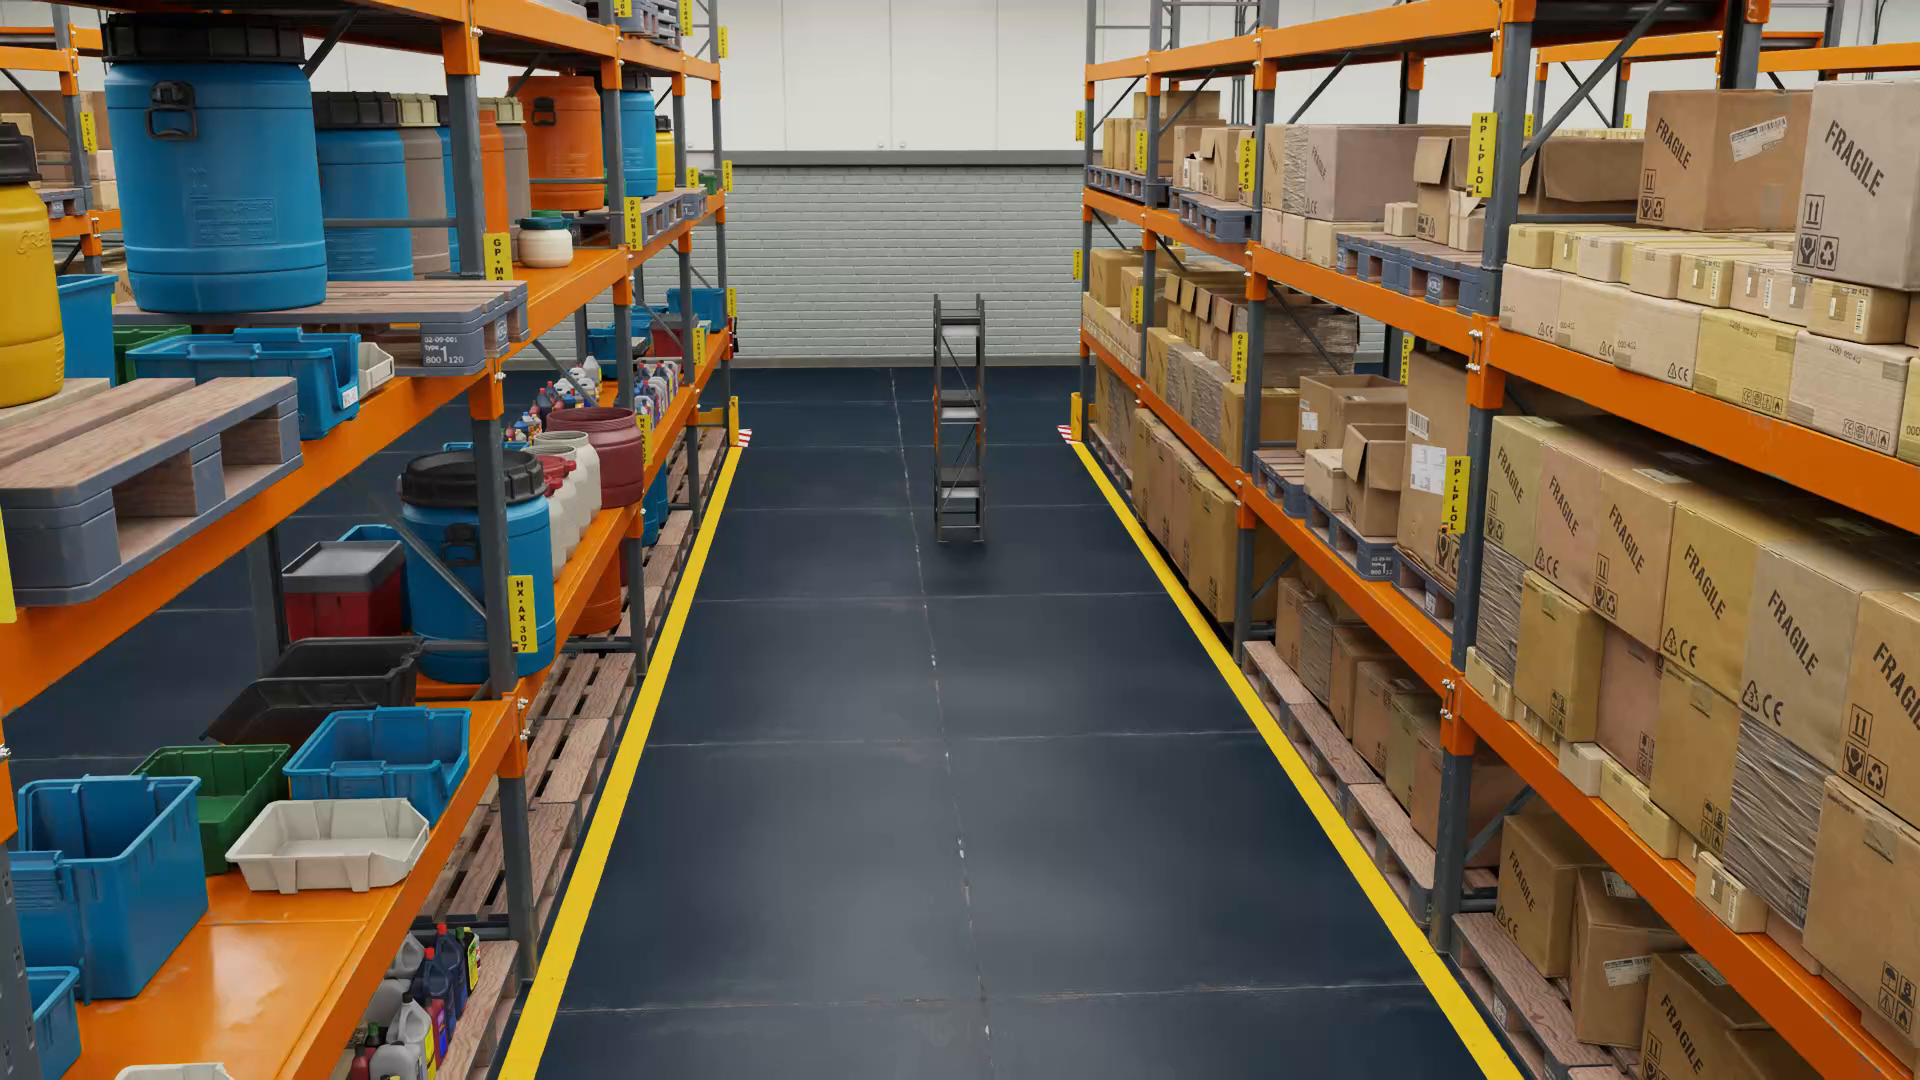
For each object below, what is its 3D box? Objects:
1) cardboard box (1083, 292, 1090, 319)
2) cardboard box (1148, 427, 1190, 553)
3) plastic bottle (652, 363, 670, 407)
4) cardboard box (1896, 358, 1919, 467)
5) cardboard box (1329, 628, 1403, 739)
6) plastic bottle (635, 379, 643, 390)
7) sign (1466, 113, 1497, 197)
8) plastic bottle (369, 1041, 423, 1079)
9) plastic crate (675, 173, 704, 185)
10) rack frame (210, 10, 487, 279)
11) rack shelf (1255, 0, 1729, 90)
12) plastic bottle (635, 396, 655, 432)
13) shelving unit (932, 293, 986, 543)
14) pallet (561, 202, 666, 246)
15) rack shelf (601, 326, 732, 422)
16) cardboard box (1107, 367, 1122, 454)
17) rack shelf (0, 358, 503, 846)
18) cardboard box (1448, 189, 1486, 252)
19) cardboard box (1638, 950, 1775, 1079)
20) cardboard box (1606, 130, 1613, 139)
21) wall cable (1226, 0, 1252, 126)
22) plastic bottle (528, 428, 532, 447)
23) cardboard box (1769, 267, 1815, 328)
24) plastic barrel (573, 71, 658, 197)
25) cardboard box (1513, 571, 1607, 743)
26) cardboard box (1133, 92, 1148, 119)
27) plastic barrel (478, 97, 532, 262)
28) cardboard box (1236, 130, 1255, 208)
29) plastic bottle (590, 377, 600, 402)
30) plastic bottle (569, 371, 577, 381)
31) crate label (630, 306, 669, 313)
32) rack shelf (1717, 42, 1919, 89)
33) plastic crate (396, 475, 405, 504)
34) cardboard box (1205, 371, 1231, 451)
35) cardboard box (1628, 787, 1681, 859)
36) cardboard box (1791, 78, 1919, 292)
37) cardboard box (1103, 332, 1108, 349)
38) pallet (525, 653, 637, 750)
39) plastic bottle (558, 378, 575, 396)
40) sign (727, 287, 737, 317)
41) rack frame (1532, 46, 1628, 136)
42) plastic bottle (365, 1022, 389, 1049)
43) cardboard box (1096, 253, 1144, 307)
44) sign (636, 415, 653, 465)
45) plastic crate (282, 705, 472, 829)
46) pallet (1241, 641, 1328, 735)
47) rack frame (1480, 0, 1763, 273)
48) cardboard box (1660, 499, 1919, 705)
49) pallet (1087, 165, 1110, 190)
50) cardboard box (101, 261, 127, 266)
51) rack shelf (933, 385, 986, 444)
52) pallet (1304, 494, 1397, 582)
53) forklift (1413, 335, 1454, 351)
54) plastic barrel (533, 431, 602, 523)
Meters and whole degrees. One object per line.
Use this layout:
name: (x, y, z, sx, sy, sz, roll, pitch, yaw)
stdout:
cardboard box: (1.628, -2.566, 18.184, 0.500, 0.250, 0.500, -1, 14, -5)
cardboard box: (2.232, -0.417, 13.548, 1.225, 0.875, 0.875, -1, 14, -5)
plastic bottle: (-2.433, -1.254, 13.478, 0.144, 0.351, 0.185, -1, 14, -3)
cardboard box: (2.542, -0.259, 3.796, 0.500, 0.250, 0.500, -1, 14, -3)
cardboard box: (2.514, 0.814, 9.477, 0.700, 0.500, 0.500, 0, 14, 1)
plastic bottle: (-2.542, -1.135, 13.178, 0.097, 0.271, 0.097, 0, 14, 0)
sign: (2.058, -1.518, 6.560, 0.100, 0.325, 0.005, -1, 14, -3)
plastic bottle: (-1.967, 1.873, 5.811, 0.152, 0.276, 0.135, -1, 14, -2)
plastic crate: (-2.631, -3.250, 15.379, 0.497, 0.269, 0.590, -1, 14, -3)
rack frame: (-2.332, -2.463, 6.039, 1.000, 3.000, 0.127, -1, 14, -3)
rack shelf: (2.487, -2.495, 8.409, 1.077, 0.370, 4.000, -1, 14, -3)
plastic bottle: (-2.370, -0.950, 12.447, 0.152, 0.276, 0.135, -1, 14, -3)
shelving unit: (-0.010, -1.058, 14.425, 0.431, 2.100, 0.503, -1, 14, -3)
pallet: (-2.530, -2.105, 11.048, 1.003, 0.211, 1.213, -1, 14, -3)
rack shelf: (-2.952, -1.696, 16.542, 1.077, 0.370, 4.000, -1, 14, -3)
cardboard box: (2.044, -1.408, 17.402, 0.875, 0.875, 0.875, -1, 14, -3)
rack shelf: (-2.208, -0.164, 4.569, 1.077, 0.370, 4.000, -1, 14, -3)
cardboard box: (2.453, -1.457, 7.577, 0.396, 0.266, 0.258, 0, 14, -1)
cardboard box: (2.756, 1.769, 5.805, 0.500, 0.500, 0.500, -2, 15, -8)
cardboard box: (6.684, -4.014, 16.586, 0.380, 0.149, 0.250, 0, 14, -2)
wall cable: (4.958, -8.541, 23.207, 2.277, 5.999, 0.120, -1, 14, -3)
plastic bottle: (-3.052, -0.709, 11.661, 0.097, 0.201, 0.097, 0, 14, 0)
cardboard box: (2.487, -0.669, 4.588, 0.380, 0.149, 0.250, -2, 15, -6)
plastic barrel: (-2.569, -3.024, 12.390, 0.600, 0.901, 0.708, -1, 14, -3)
cardboard box: (2.573, 0.411, 6.110, 0.875, 0.500, 0.500, -1, 14, -3)
cardboard box: (1.983, -4.232, 16.185, 0.500, 0.250, 0.500, -1, 14, -5)
plastic barrel: (-2.746, -2.040, 9.410, 0.600, 0.901, 0.600, 0, 14, 0)
cardboard box: (2.254, -2.485, 11.097, 0.797, 0.503, 0.637, 0, 14, 0)
plastic bottle: (-3.033, -1.245, 13.746, 0.097, 0.201, 0.097, 0, 14, 0)
plastic bottle: (-3.177, -1.243, 13.598, 0.097, 0.271, 0.097, 0, 14, 0)
crate label: (-3.389, -2.423, 18.141, 0.416, 0.233, 0.303, -1, 14, -3)
rack shelf: (7.196, -3.541, 12.475, 1.077, 0.370, 4.000, -1, 14, -3)
plastic crate: (-2.785, -0.177, 9.065, 0.402, 0.464, 0.583, -1, 14, -3)
cardboard box: (2.061, -0.920, 11.882, 0.500, 0.500, 0.500, -1, 14, -4)
cardboard box: (2.431, 0.919, 5.440, 0.380, 0.149, 0.250, -1, 14, -3)
cardboard box: (2.511, -0.908, 4.215, 0.500, 0.500, 0.500, -1, 14, -3)
cardboard box: (1.657, -2.021, 16.865, 0.380, 0.149, 0.250, -1, 14, -5)
pallet: (-2.571, 0.991, 10.249, 1.003, 0.211, 1.213, -1, 14, -3)
plastic bottle: (-3.122, -1.136, 13.170, 0.152, 0.276, 0.135, -1, 14, -3)
sign: (-2.528, -2.633, 18.414, 0.100, 0.325, 0.005, -1, 14, -3)
rack frame: (6.825, -5.575, 18.135, 1.000, 3.000, 0.127, -1, 14, -3)
plastic bottle: (-2.073, 1.837, 5.936, 0.061, 0.283, 0.133, -1, 14, -3)
cardboard box: (1.697, -2.676, 17.107, 0.500, 0.500, 0.500, -1, 14, -5)
sign: (-2.031, -0.642, 10.672, 0.100, 0.325, 0.005, -1, 14, -3)
plastic crate: (-1.993, 0.786, 5.752, 0.499, 0.251, 0.616, -1, 14, -3)
pallet: (2.410, 0.916, 10.542, 1.003, 0.211, 1.213, -1, 14, -3)
rack frame: (2.611, -2.539, 6.336, 1.000, 3.000, 0.127, -1, 14, -3)
cardboard box: (2.490, 0.178, 5.010, 0.500, 0.500, 0.500, -1, 14, -3)
pallet: (1.924, -3.844, 17.604, 1.003, 0.211, 1.213, -1, 14, -3)
cardboard box: (-7.553, -2.254, 15.060, 0.500, 0.500, 0.500, -1, 14, -5)
rack shelf: (-0.010, -1.045, 14.428, 0.431, 0.518, 0.480, -1, 14, -3)
pallet: (2.527, -0.044, 9.063, 1.003, 0.211, 1.213, -1, 14, -3)
forklift: (4.931, -1.639, 15.015, 3.031, 2.935, 1.130, 13, 19, 41)
plastic barrel: (-2.303, -0.354, 9.658, 0.421, 0.512, 0.421, 0, 14, 0)
